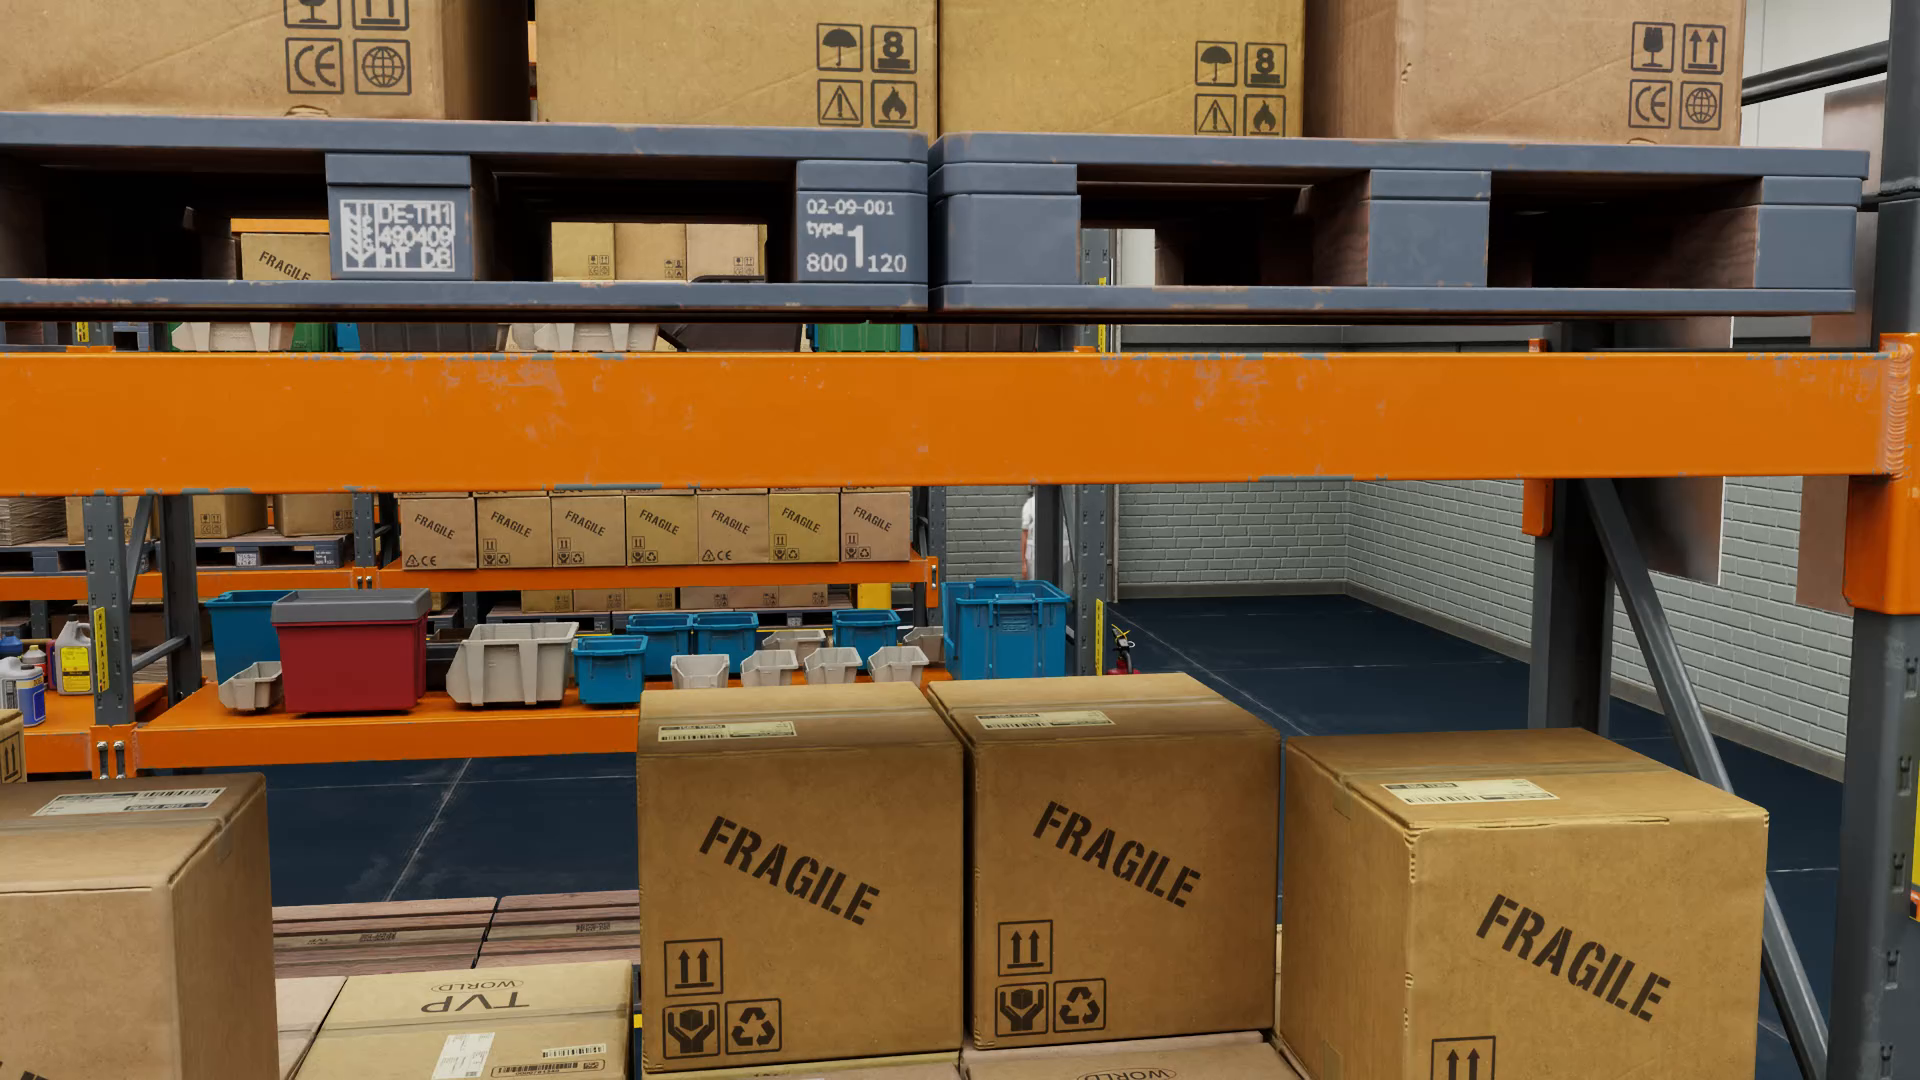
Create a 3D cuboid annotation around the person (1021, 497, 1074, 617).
[{"bbox_3d":[0.841,0.181,15.365,0.544,1.742,0.823,-1,6,-6],"label":"person"}]
